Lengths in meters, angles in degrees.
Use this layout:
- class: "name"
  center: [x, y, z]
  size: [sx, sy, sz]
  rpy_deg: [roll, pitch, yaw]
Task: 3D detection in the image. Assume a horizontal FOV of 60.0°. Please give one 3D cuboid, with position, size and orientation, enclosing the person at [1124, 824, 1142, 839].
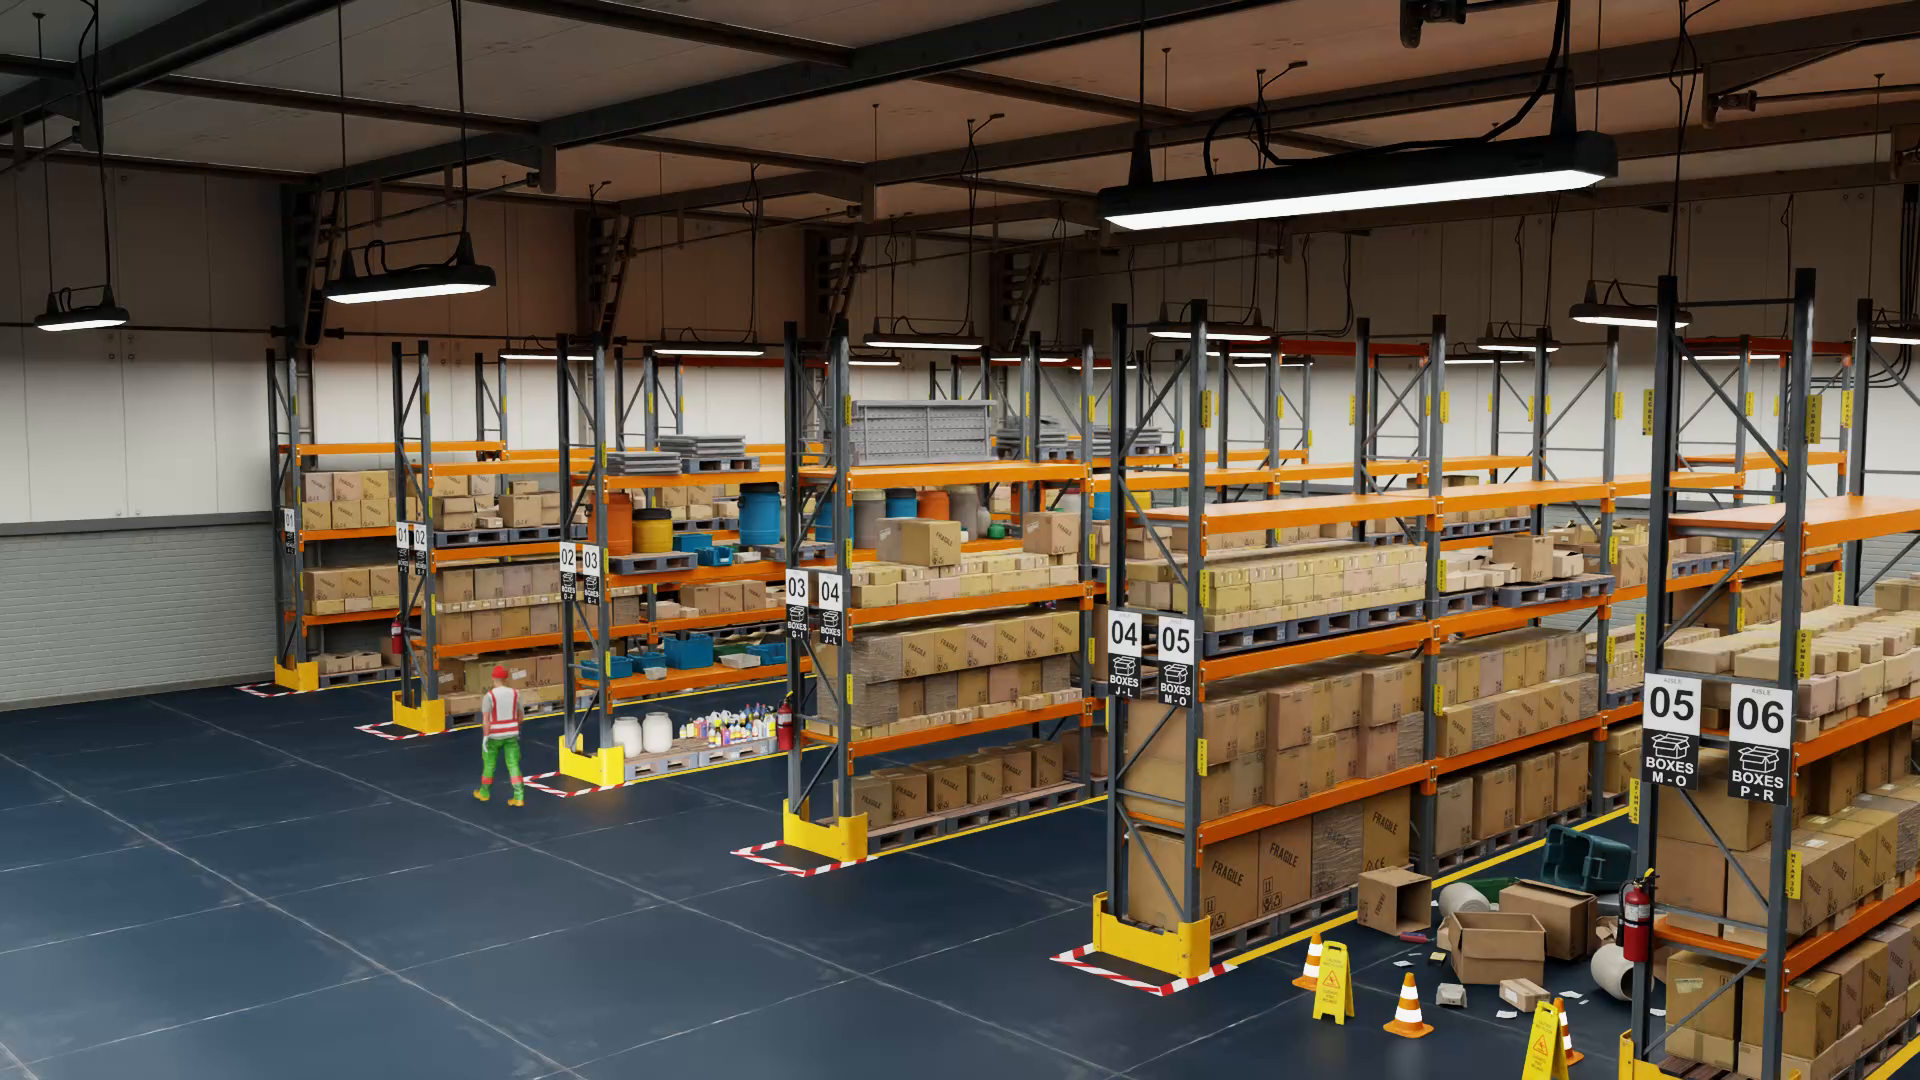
- class: "person"
  center: [2.247, 2.692, 19.415]
  size: [0.448, 1.553, 0.893]
  rpy_deg: [4, 7, 40]

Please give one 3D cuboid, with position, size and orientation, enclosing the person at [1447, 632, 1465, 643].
- class: "person"
  center: [7.475, 2.152, 25.289]
  size: [0.572, 1.622, 1.056]
  rpy_deg: [5, 7, 43]

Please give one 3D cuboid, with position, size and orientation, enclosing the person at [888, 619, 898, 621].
- class: "person"
  center: [-1.030, 1.787, 27.427]
  size: [0.615, 1.609, 0.646]
  rpy_deg: [1, 5, 15]

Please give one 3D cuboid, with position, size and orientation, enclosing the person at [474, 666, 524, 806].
- class: "person"
  center: [-5.818, 2.471, 21.077]
  size: [0.565, 1.753, 0.911]
  rpy_deg: [-3, 6, -33]
